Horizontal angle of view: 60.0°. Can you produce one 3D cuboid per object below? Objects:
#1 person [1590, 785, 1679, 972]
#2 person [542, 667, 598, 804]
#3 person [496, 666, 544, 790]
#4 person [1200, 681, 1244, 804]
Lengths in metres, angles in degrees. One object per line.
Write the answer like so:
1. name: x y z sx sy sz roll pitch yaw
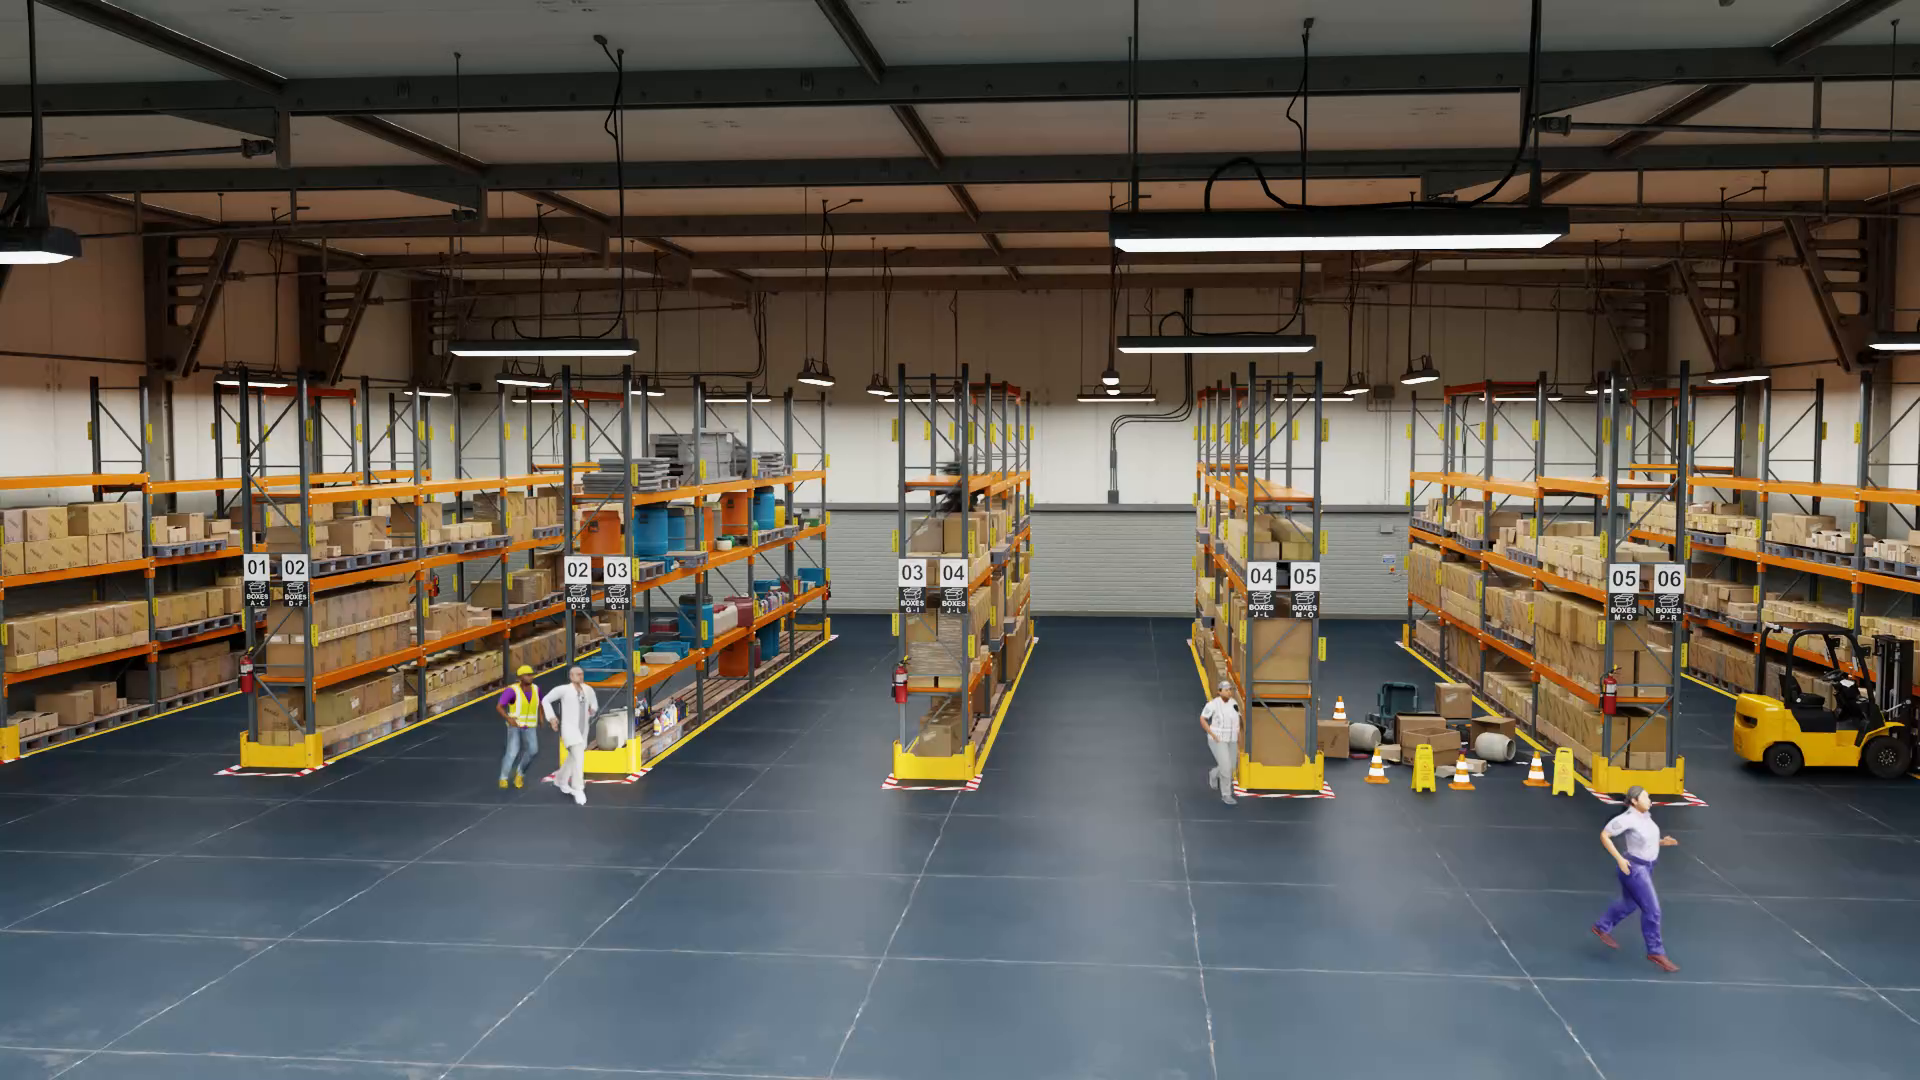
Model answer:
1. person: 6.404 3.163 15.746 0.860 1.665 0.594 3 5 39
2. person: -5.289 2.652 22.814 0.816 1.832 0.730 3 5 36
3. person: -6.158 2.637 23.466 0.767 1.731 0.622 -3 5 -37
4. person: 3.586 2.731 22.695 0.625 1.634 0.728 -2 4 -26
